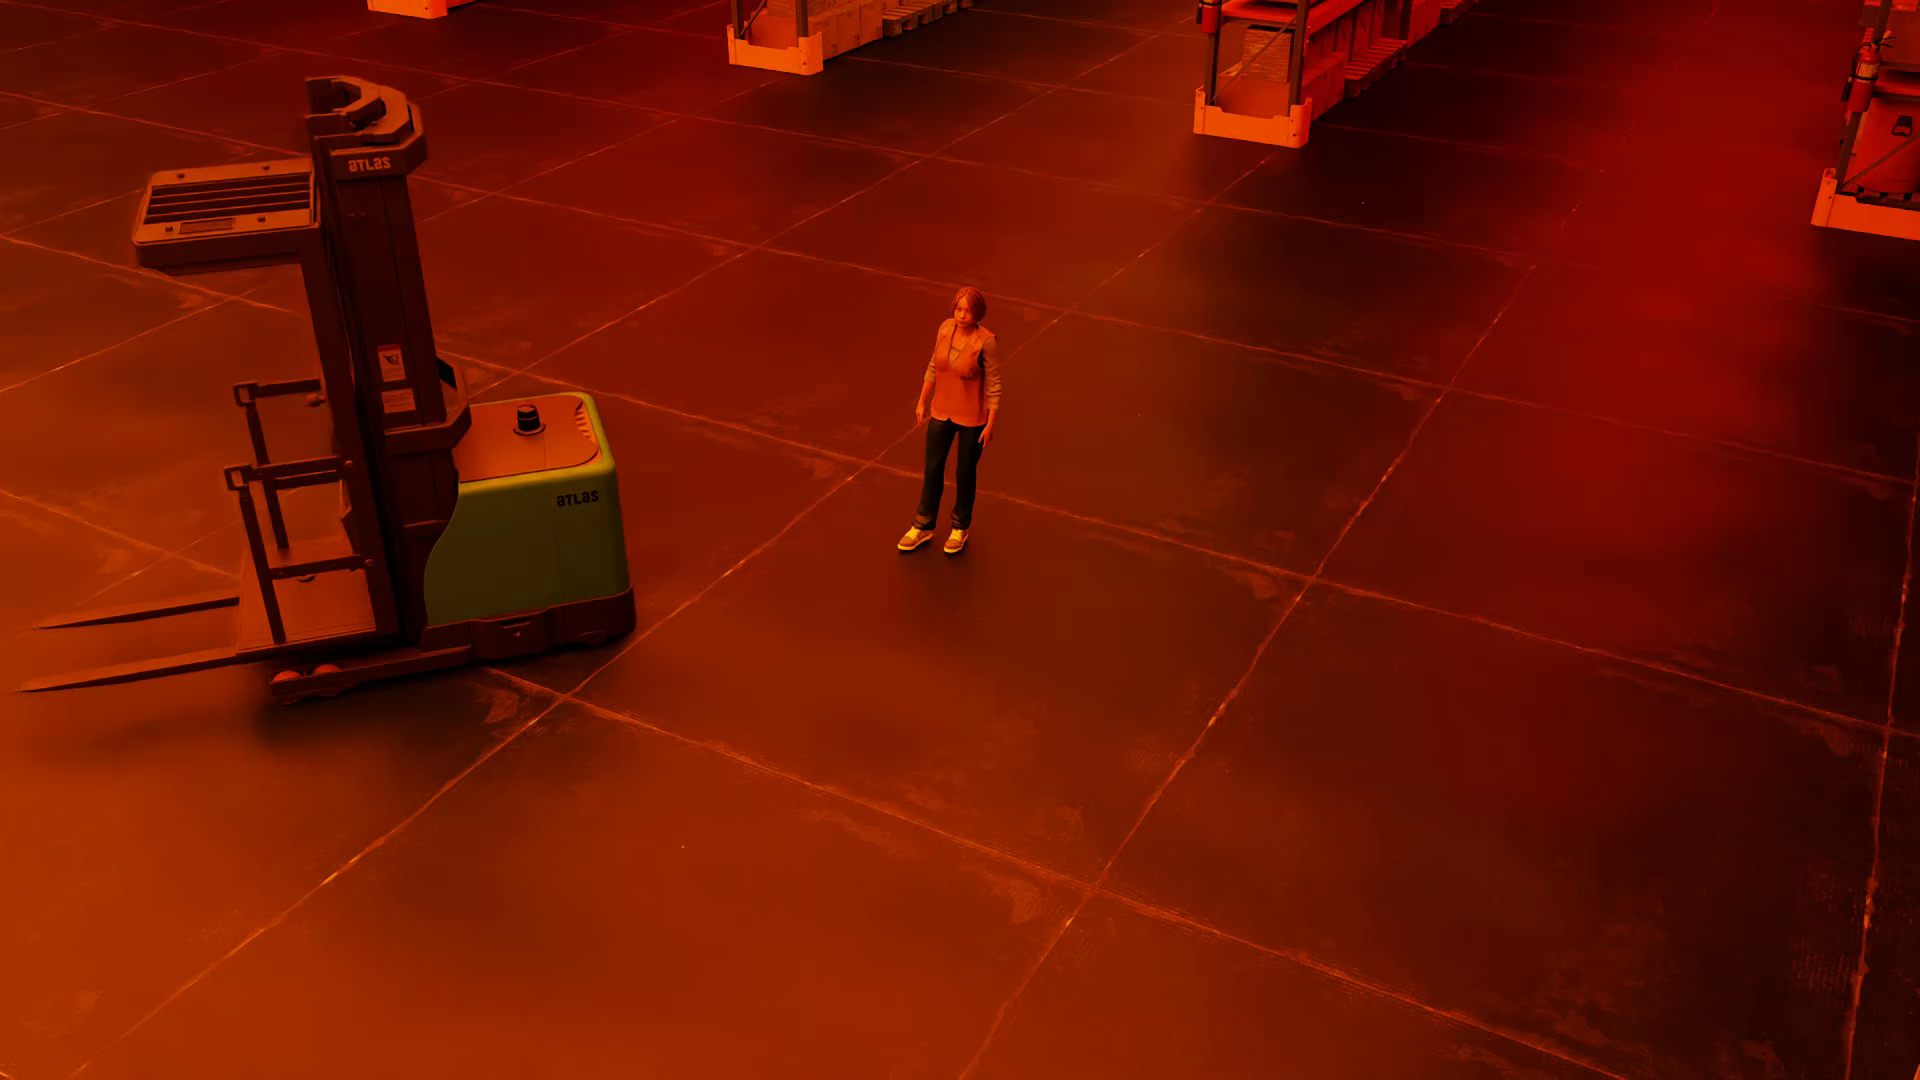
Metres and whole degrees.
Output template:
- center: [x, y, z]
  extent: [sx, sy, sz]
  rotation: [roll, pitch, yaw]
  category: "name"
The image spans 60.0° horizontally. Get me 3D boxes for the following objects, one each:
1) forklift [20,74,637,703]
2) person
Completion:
- center: [-3.340, -0.724, 8.326]
  extent: [3.031, 2.935, 1.130]
  rotation: [-10, 31, -16]
  category: "forklift"
- center: [-0.054, -0.658, 9.553]
  extent: [0.513, 1.575, 0.464]
  rotation: [15, 33, 25]
  category: "person"
